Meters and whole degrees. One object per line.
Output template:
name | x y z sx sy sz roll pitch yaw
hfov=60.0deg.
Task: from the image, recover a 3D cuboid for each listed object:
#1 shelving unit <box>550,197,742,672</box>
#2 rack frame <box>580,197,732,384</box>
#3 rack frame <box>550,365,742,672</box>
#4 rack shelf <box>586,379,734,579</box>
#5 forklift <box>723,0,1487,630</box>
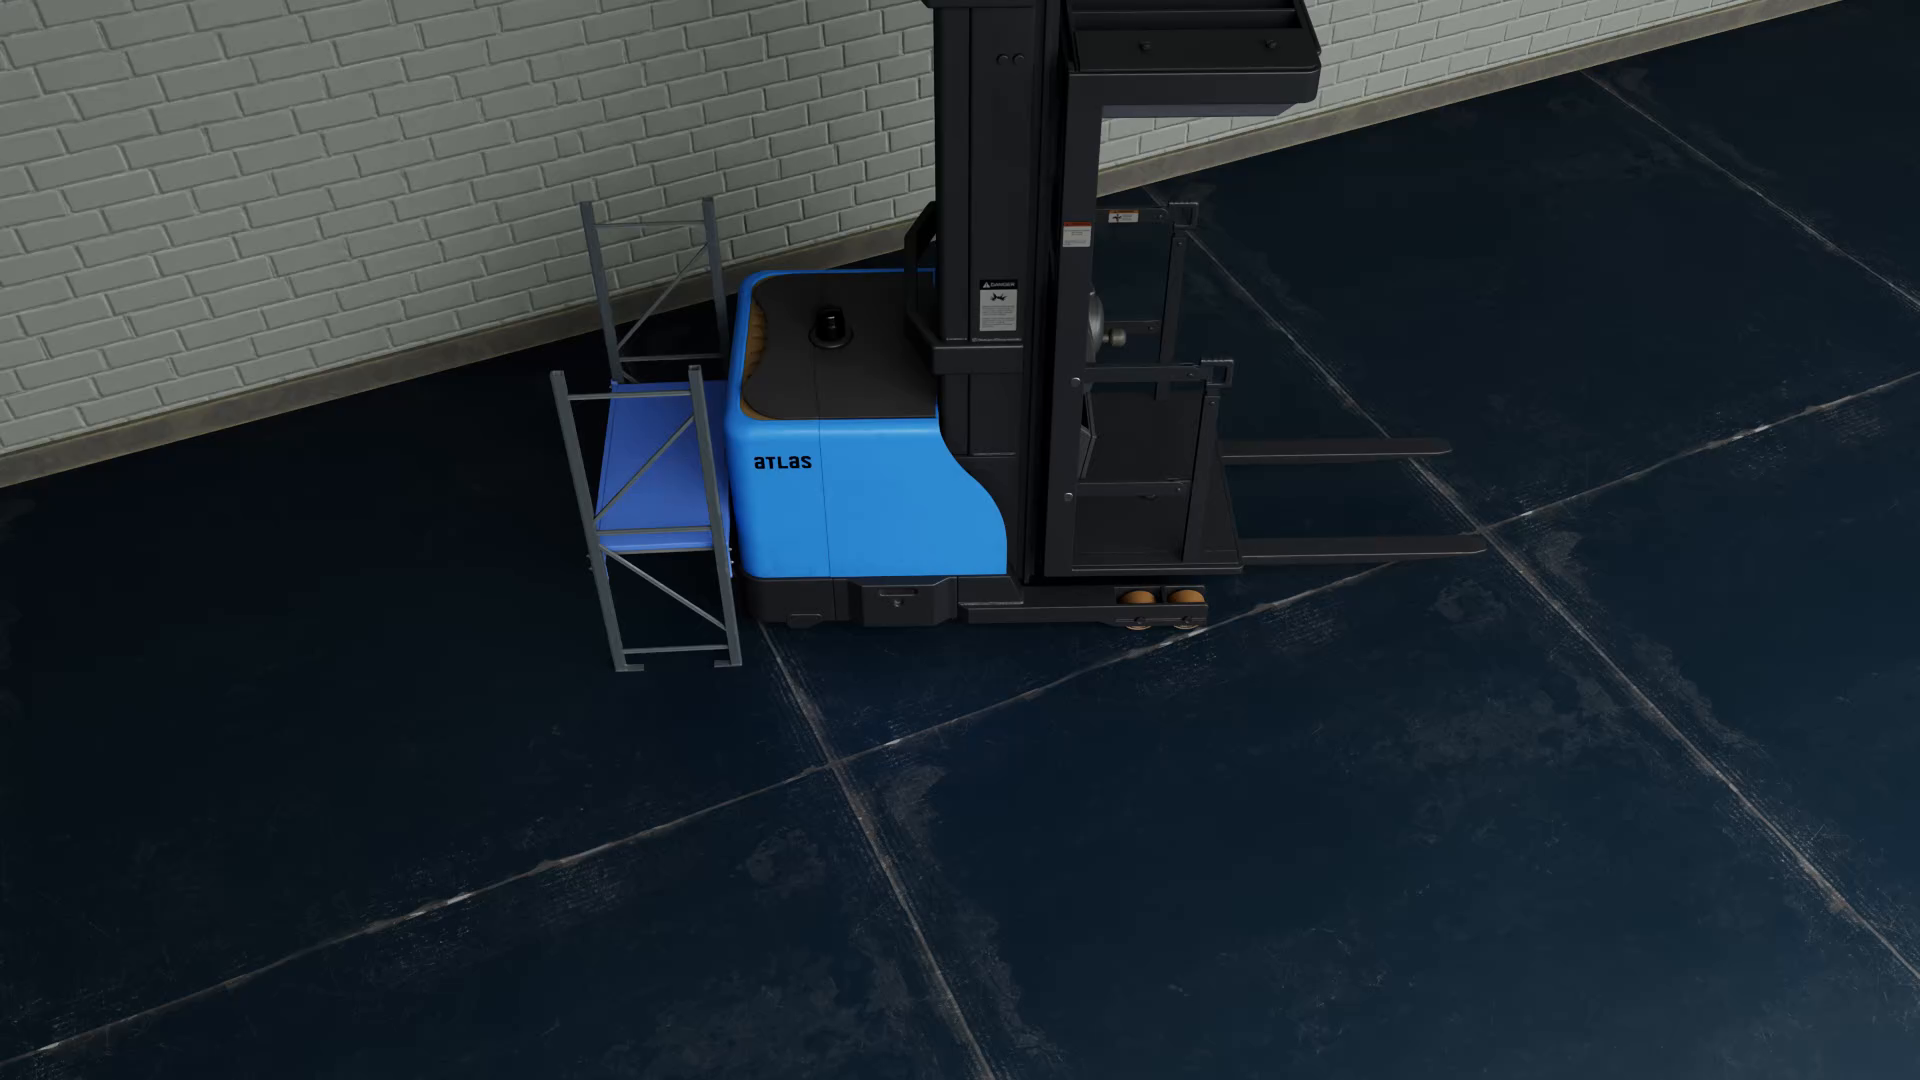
shelving unit | -1.150 -0.388 6.444 0.538 1.500 1.048 -3 45 -3
rack frame | -1.182 -0.745 6.806 0.500 1.500 0.032 -3 45 -3
rack frame | -1.117 -0.032 6.083 0.500 1.500 0.032 -3 45 -3
rack shelf | -1.150 -0.260 6.571 0.538 0.185 1.000 -3 45 -3
forklift | 0.623 -1.053 6.100 3.031 2.935 1.130 -1 45 -1
